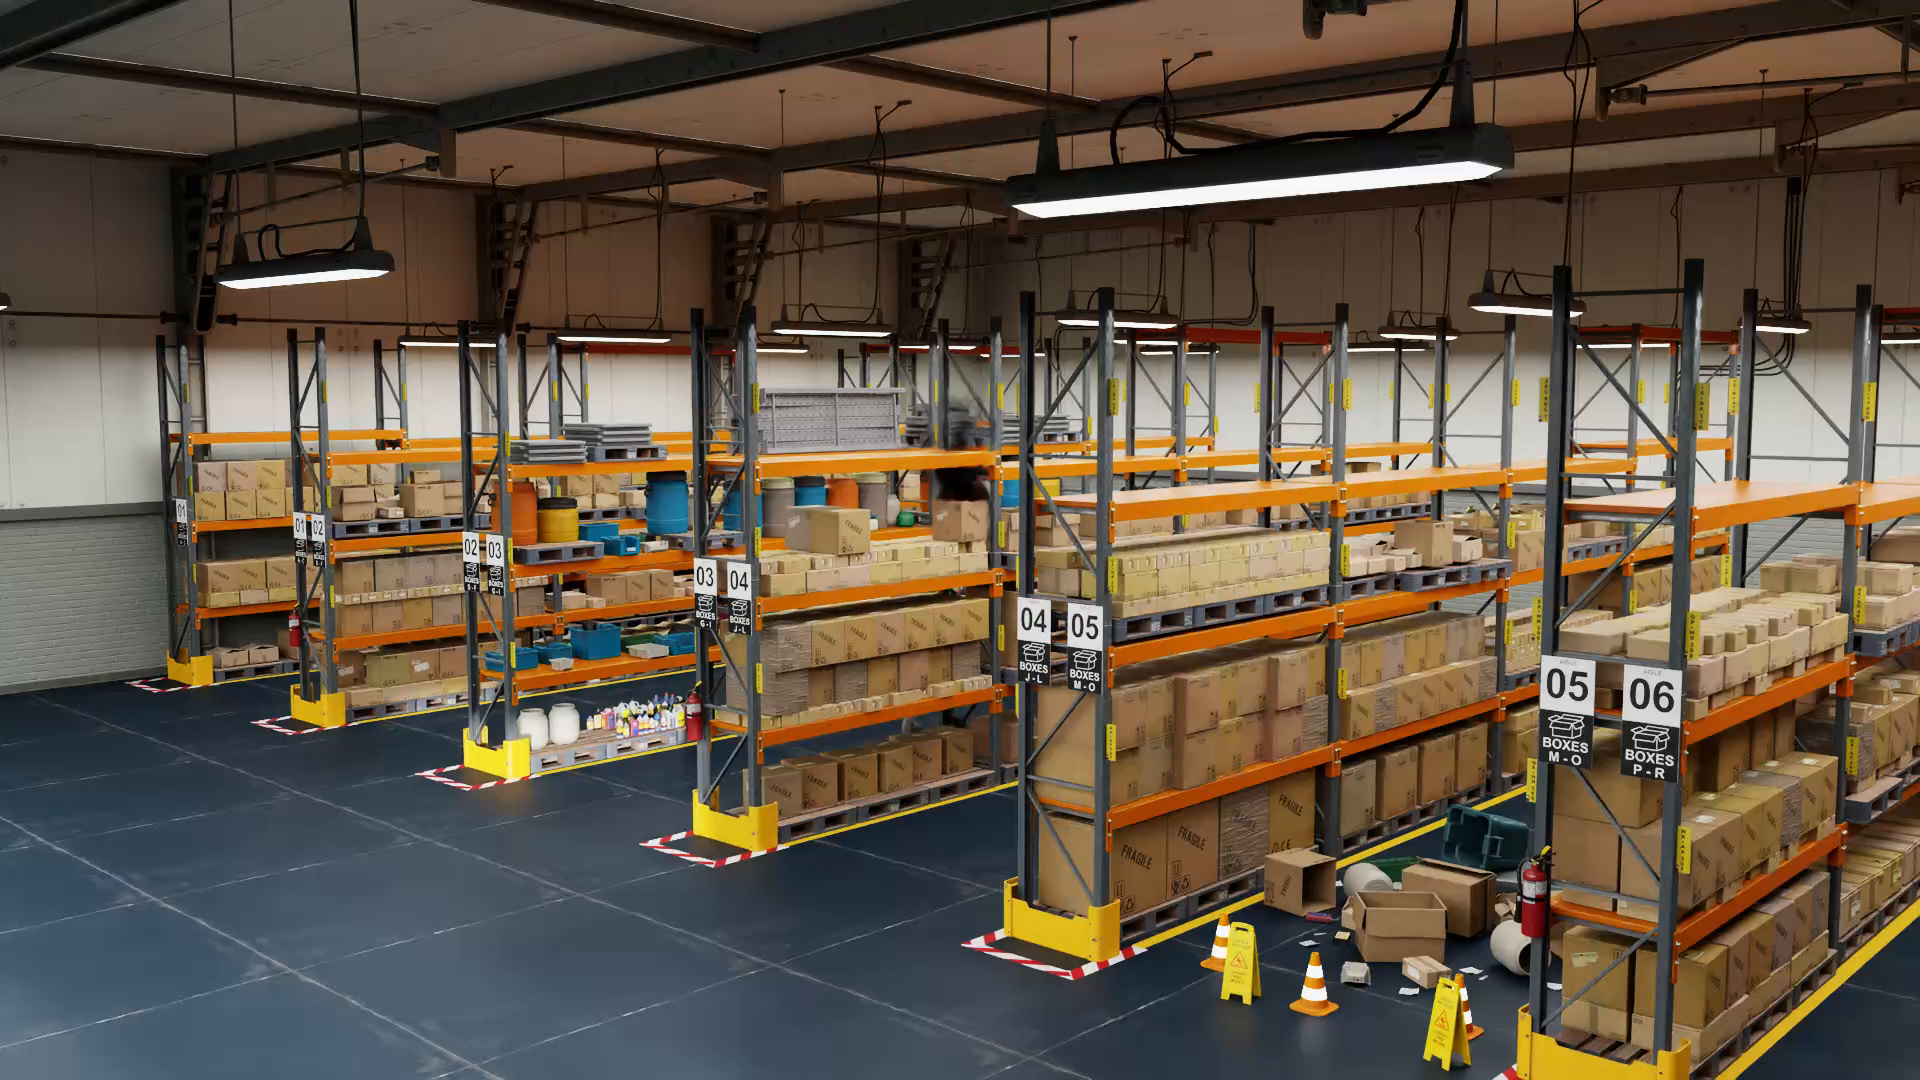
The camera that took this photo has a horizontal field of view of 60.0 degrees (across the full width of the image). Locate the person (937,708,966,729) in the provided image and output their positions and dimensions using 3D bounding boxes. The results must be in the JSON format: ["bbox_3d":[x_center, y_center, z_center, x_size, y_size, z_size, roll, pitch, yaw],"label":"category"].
[{"bbox_3d":[-0.157,2.078,23.374,0.666,1.768,0.957,4,7,36],"label":"person"}]

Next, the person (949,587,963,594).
[{"bbox_3d":[-0.245,1.265,32.409,0.699,1.738,0.758,3,6,27],"label":"person"}]

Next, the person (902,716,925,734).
[{"bbox_3d":[-0.650,2.188,22.871,0.602,1.688,0.880,4,7,37],"label":"person"}]
